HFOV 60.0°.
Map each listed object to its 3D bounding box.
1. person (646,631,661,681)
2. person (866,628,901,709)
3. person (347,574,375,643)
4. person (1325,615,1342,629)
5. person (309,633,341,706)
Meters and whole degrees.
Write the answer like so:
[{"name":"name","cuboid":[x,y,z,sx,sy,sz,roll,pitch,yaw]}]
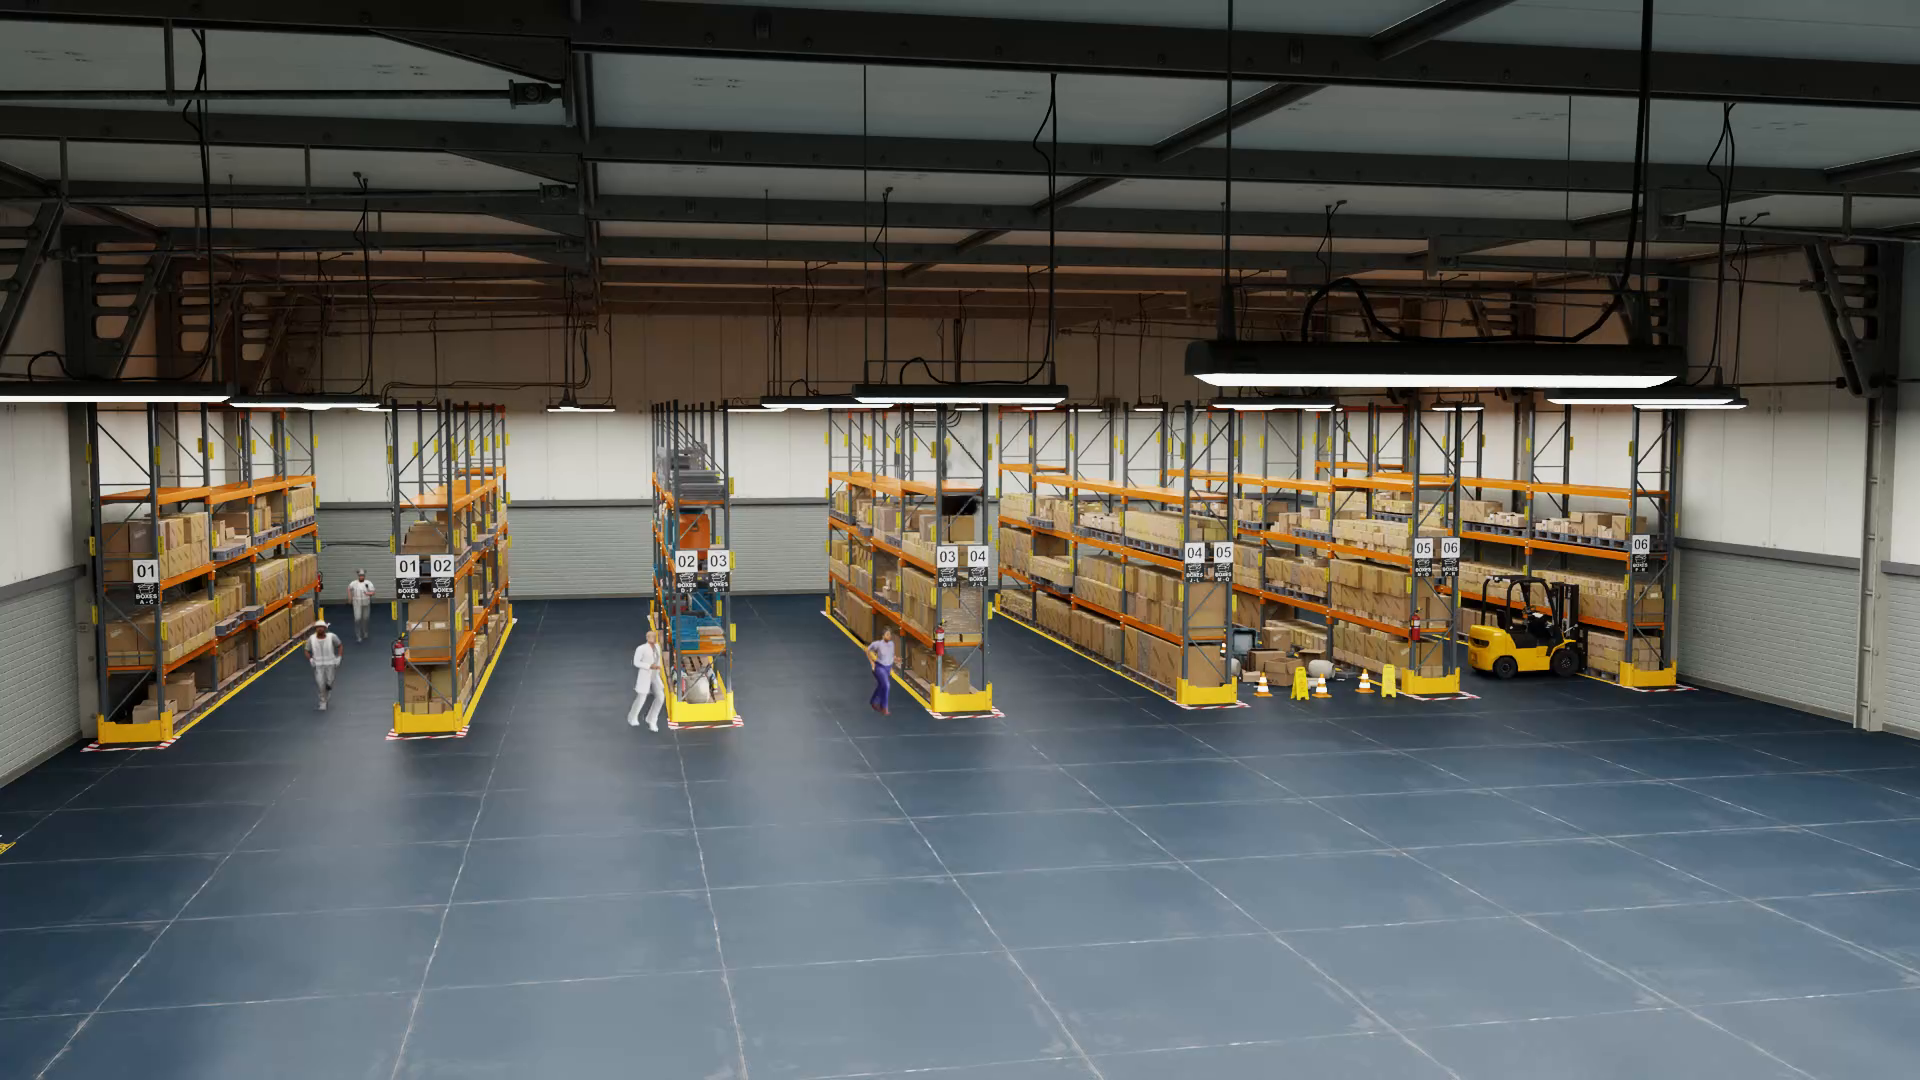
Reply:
[{"name":"person","cuboid":[-5.607,2.111,30.235,0.620,0.906,0.696,4,6,42]},{"name":"person","cuboid":[-1.471,2.442,31.860,0.814,1.519,0.537,4,6,40]},{"name":"person","cuboid":[-15.165,1.687,42.164,0.640,1.790,0.815,-2,5,-25]},{"name":"person","cuboid":[9.527,1.678,42.288,0.518,1.453,0.794,-1,4,-14]},{"name":"person","cuboid":[-12.334,2.518,32.332,0.577,1.423,0.623,-1,5,-18]}]
